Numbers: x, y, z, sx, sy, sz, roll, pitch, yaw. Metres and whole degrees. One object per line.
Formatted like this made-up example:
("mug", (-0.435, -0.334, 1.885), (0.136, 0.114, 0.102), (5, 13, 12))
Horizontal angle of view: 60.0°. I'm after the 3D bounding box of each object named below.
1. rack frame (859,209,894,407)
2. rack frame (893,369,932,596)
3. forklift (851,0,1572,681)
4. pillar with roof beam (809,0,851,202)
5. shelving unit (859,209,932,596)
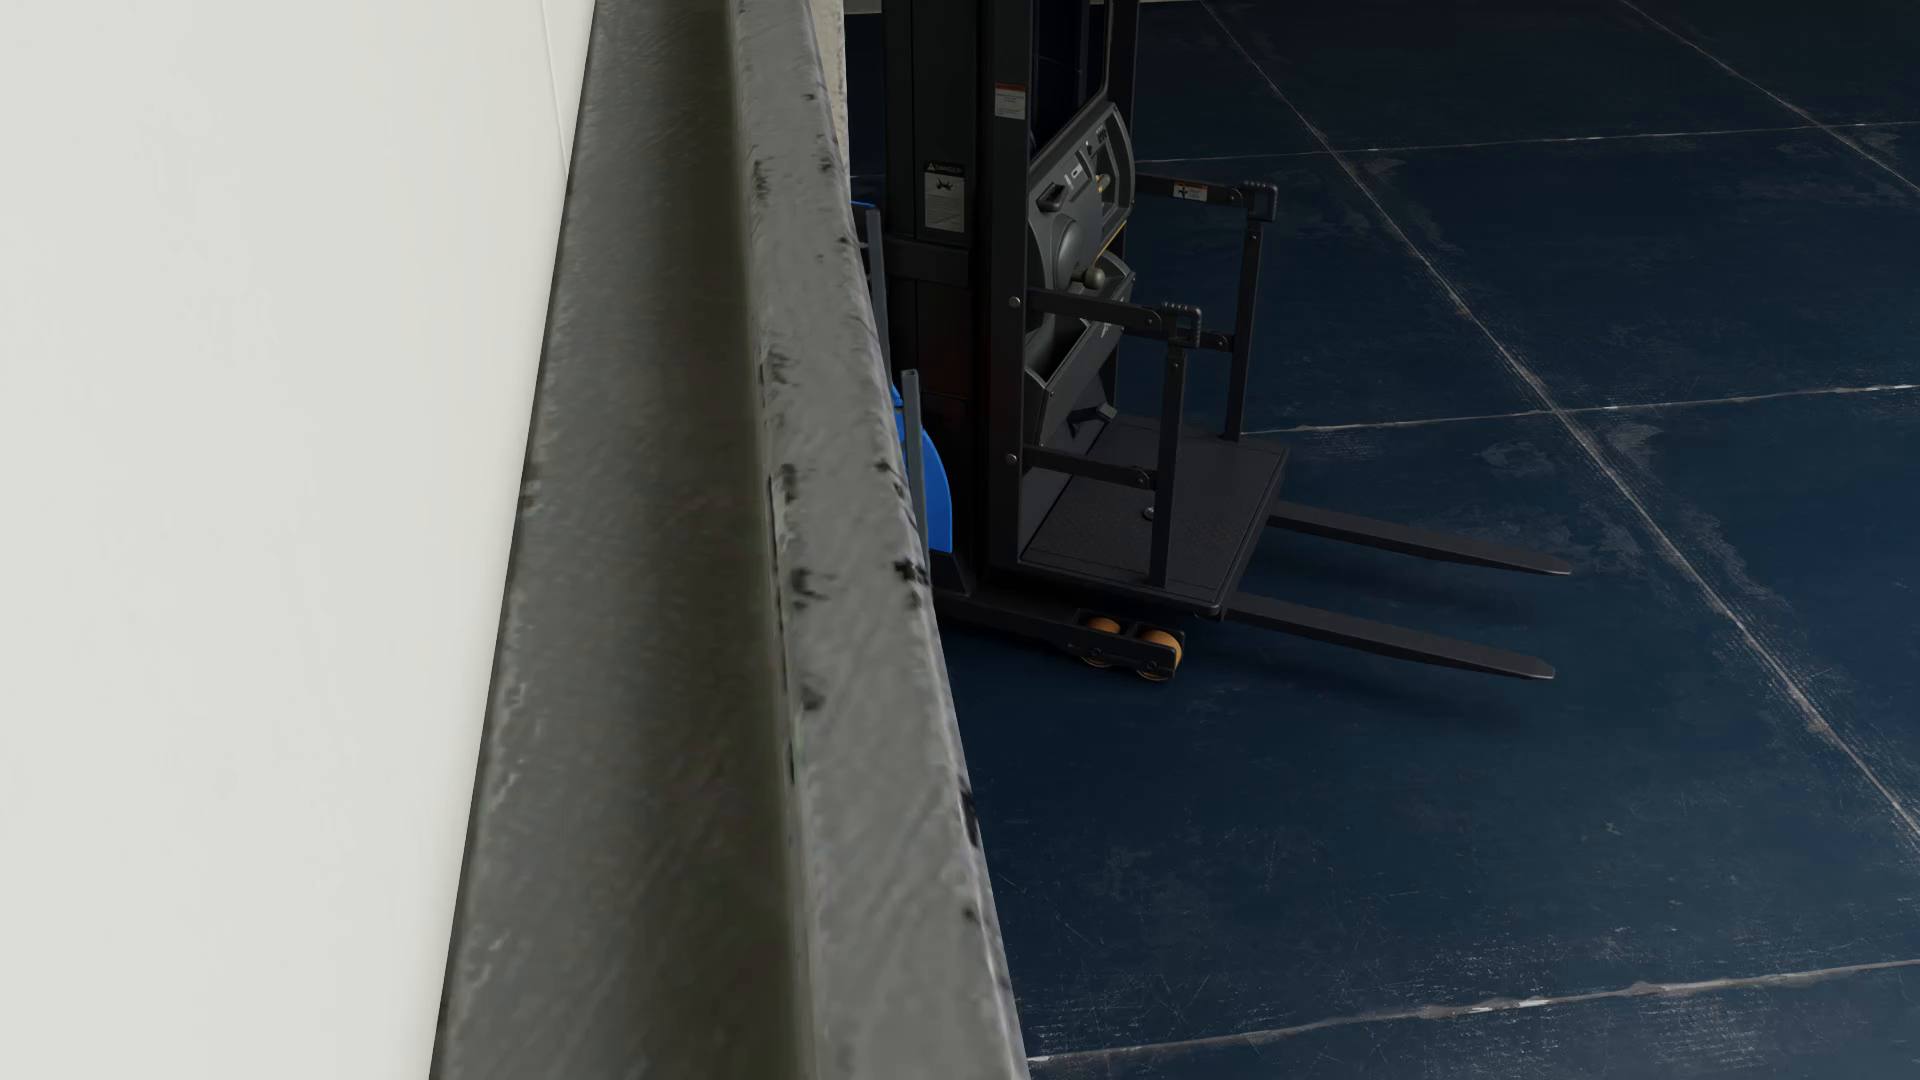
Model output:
("rack frame", (-0.460, -0.347, 5.406), (0.500, 1.500, 0.032), (-6, 35, -5))
("rack frame", (-0.324, 0.222, 4.574), (0.500, 1.500, 0.032), (-6, 35, -5))
("forklift", (0.578, -1.081, 5.234), (3.031, 2.935, 1.130), (13, 36, 18))
("pillar with roof beam", (3.909, -2.664, 2.168), (9.100, 9.000, 0.400), (-4, 35, -6))
("shelving unit", (-0.391, -0.057, 4.982), (0.587, 1.500, 1.083), (-6, 35, -5))
